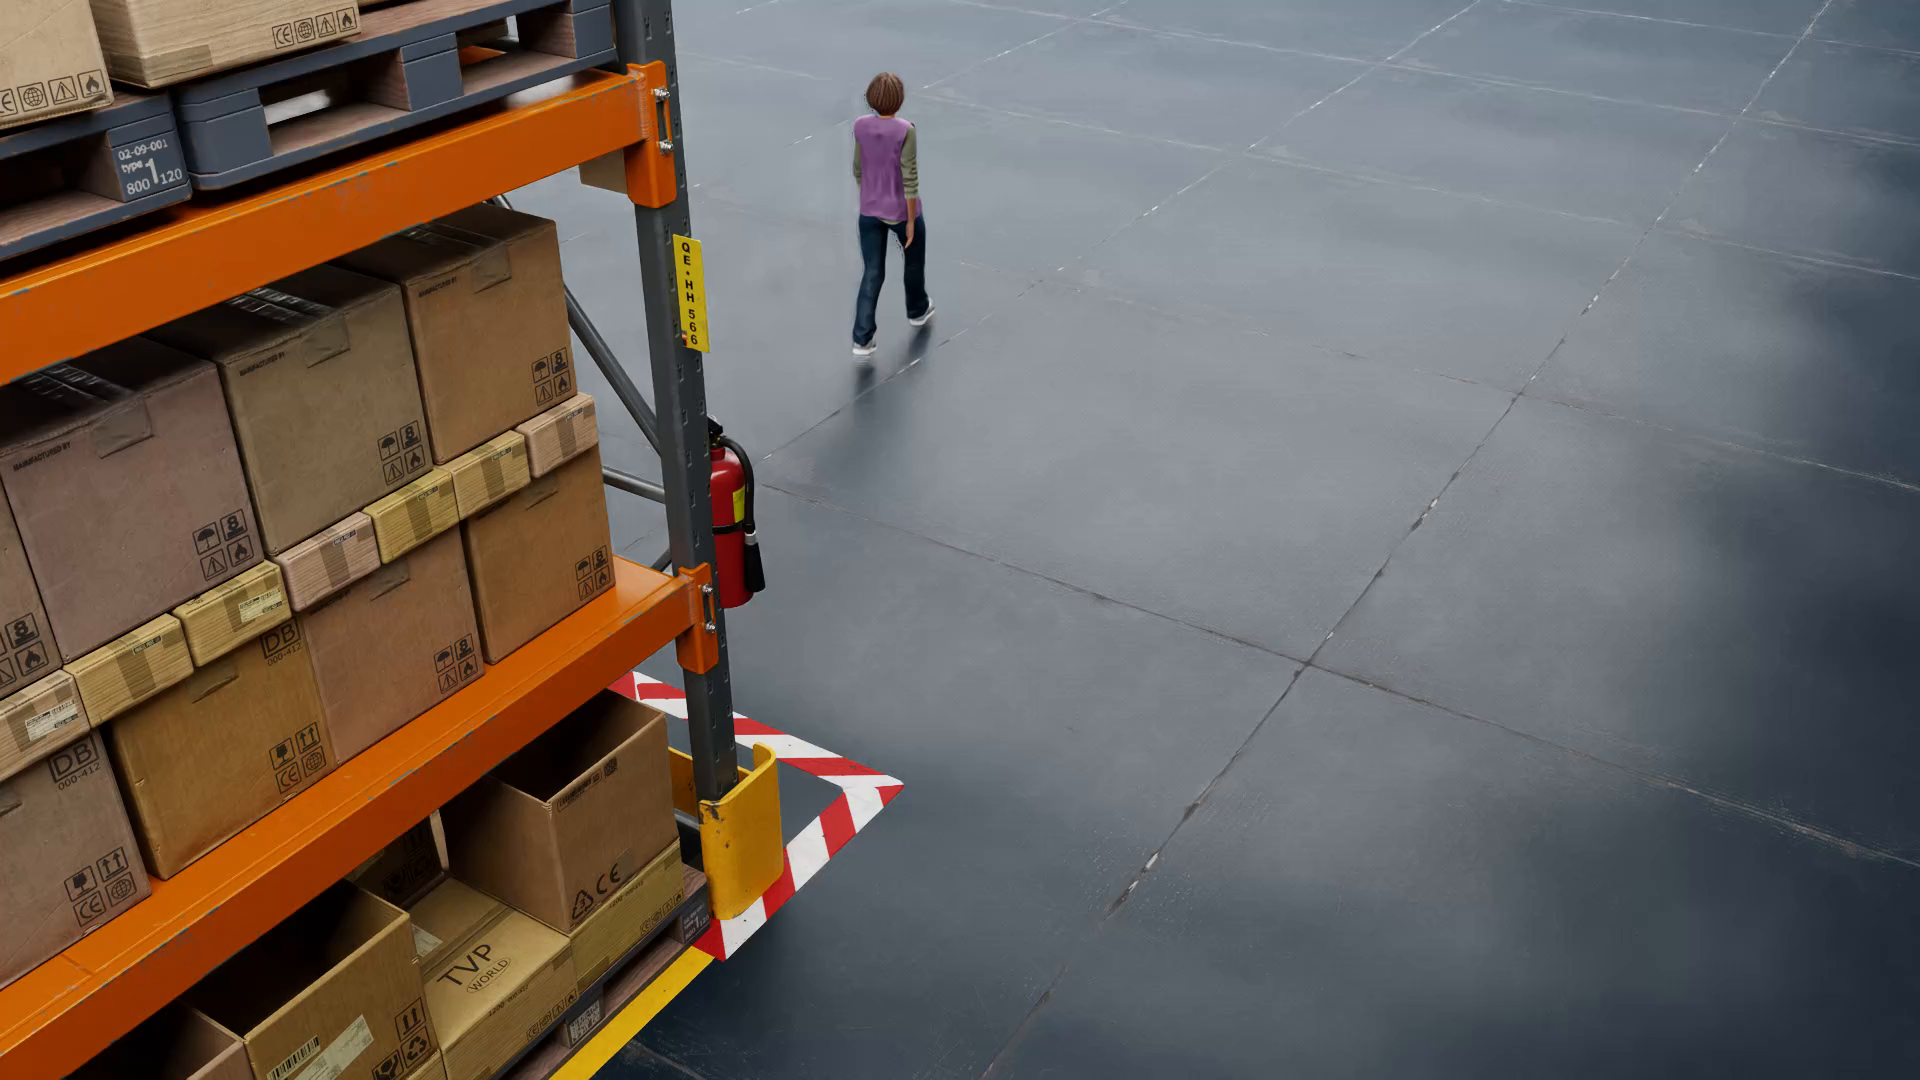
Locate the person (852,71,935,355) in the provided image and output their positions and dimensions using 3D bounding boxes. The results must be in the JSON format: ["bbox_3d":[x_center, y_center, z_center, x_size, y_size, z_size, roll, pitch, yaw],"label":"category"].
[{"bbox_3d":[-0.394,-1.829,9.187,0.424,1.543,0.938,9,32,15],"label":"person"}]
